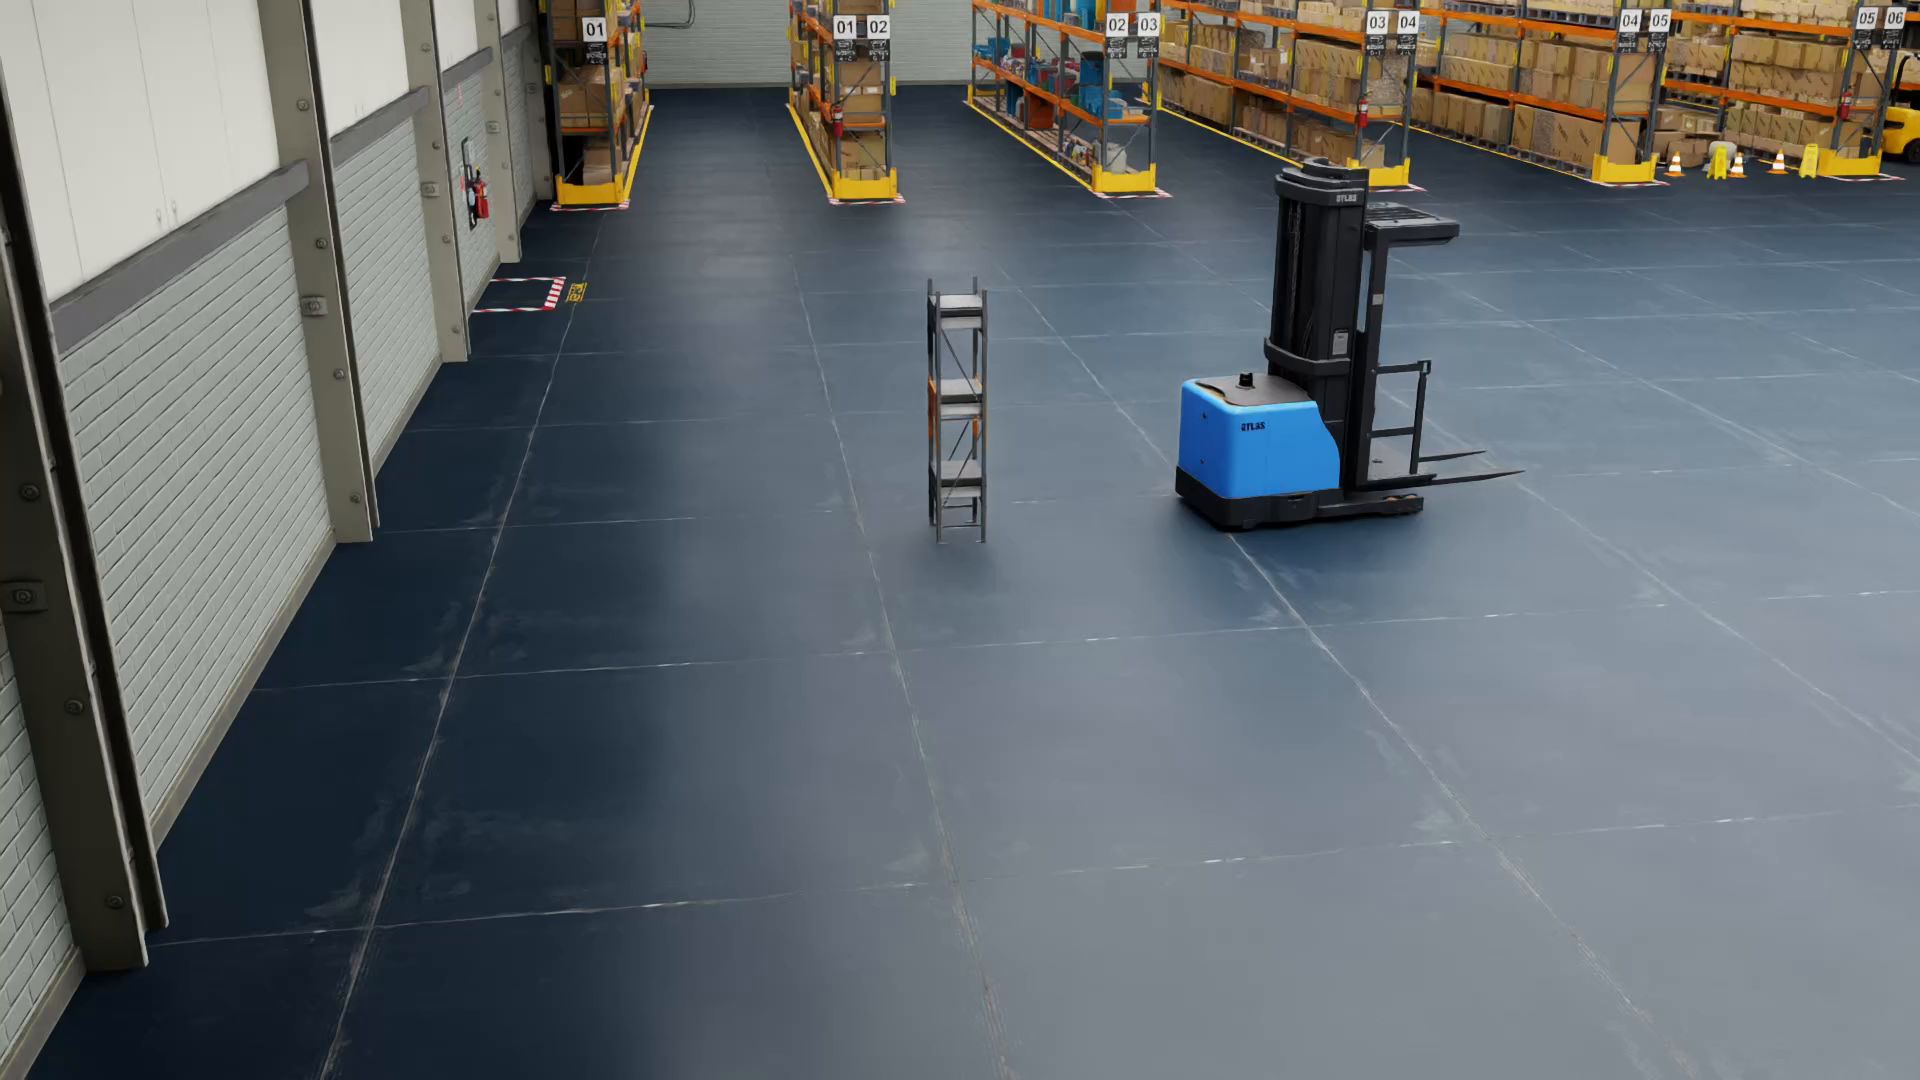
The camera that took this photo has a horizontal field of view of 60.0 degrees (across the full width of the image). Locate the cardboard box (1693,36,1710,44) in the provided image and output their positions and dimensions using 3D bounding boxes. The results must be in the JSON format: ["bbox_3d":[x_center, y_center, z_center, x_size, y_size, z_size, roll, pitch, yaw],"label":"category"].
[{"bbox_3d":[16.805,-11.290,37.562,0.380,0.149,0.250,-4,21,-10],"label":"cardboard box"}]

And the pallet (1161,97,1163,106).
[{"bbox_3d":[5.927,-12.199,46.076,1.003,0.211,1.213,-3,21,-8],"label":"pallet"}]

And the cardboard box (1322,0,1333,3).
[{"bbox_3d":[7.781,-11.306,34.130,0.500,0.500,0.500,-4,21,-9],"label":"cardboard box"}]

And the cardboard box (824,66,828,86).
[{"bbox_3d":[-2.658,-9.976,35.997,0.500,0.500,0.500,-4,21,-11],"label":"cardboard box"}]

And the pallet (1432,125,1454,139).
[{"bbox_3d":[11.849,-9.640,39.225,1.003,0.211,1.213,-3,21,-8],"label":"pallet"}]

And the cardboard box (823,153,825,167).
[{"bbox_3d":[-2.439,-7.511,32.868,0.500,0.250,0.500,-3,21,-8],"label":"cardboard box"}]

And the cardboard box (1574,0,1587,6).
[{"bbox_3d":[12.473,-10.674,32.766,0.500,0.250,0.500,-3,21,-8],"label":"cardboard box"}]

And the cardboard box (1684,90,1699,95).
[{"bbox_3d":[20.680,-12.681,46.354,0.700,0.500,0.500,-4,21,-10],"label":"cardboard box"}]

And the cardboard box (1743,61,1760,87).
[{"bbox_3d":[17.153,-9.970,35.555,0.500,0.500,0.500,-3,21,-8],"label":"cardboard box"}]

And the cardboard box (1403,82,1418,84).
[{"bbox_3d":[11.227,-11.355,41.732,0.500,0.250,0.500,-2,21,-6],"label":"cardboard box"}]

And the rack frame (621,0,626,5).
[{"bbox_3d":[-7.818,-13.069,35.846,1.000,3.000,0.127,-3,21,-8],"label":"rack frame"}]

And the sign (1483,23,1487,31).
[{"bbox_3d":[14.990,-14.694,47.422,0.100,0.325,0.005,-3,21,-8],"label":"sign"}]

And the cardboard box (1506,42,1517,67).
[{"bbox_3d":[12.309,-10.525,36.037,0.700,0.500,0.500,-3,21,-9],"label":"cardboard box"}]

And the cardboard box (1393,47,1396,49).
[{"bbox_3d":[11.029,-12.213,41.462,0.380,0.149,0.250,-3,21,-9],"label":"cardboard box"}]

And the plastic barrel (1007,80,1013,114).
[{"bbox_3d":[1.471,-11.168,41.729,0.600,0.901,0.708,-3,21,-8],"label":"plastic barrel"}]

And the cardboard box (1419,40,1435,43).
[{"bbox_3d":[11.671,-12.385,41.499,0.380,0.149,0.250,-4,21,-10],"label":"cardboard box"}]

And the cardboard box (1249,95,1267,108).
[{"bbox_3d":[7.013,-10.164,38.514,0.500,0.250,0.500,-2,21,-6],"label":"cardboard box"}]

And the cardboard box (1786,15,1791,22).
[{"bbox_3d":[17.294,-10.755,34.298,0.380,0.149,0.250,-3,21,-7],"label":"cardboard box"}]

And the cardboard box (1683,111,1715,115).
[{"bbox_3d":[16.983,-9.760,38.715,0.950,0.372,0.625,-2,21,-6],"label":"cardboard box"}]

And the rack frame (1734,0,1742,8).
[{"bbox_3d":[17.270,-12.933,35.483,1.000,3.000,0.127,-3,21,-8],"label":"rack frame"}]

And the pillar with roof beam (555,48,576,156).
[{"bbox_3d":[-4.226,-12.792,35.105,9.100,9.000,0.400,-3,21,-8],"label":"pillar with roof beam"}]

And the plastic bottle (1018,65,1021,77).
[{"bbox_3d":[1.417,-11.072,39.258,0.097,0.271,0.097,0,20,0],"label":"plastic bottle"}]

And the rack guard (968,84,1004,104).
[{"bbox_3d":[0.816,-12.365,46.107,1.175,0.500,0.348,-3,21,-8],"label":"rack guard"}]

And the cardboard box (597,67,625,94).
[{"bbox_3d":[-6.867,-9.016,32.683,0.500,0.500,0.500,-3,21,-8],"label":"cardboard box"}]

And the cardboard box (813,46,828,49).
[{"bbox_3d":[-3.062,-11.292,38.919,0.700,0.500,0.500,1,20,2],"label":"cardboard box"}]

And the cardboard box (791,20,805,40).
[{"bbox_3d":[-4.184,-13.447,43.861,0.500,0.500,0.500,-3,21,-7],"label":"cardboard box"}]

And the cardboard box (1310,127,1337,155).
[{"bbox_3d":[7.572,-8.310,34.652,0.500,0.500,0.500,4,21,9],"label":"cardboard box"}]

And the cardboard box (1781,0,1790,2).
[{"bbox_3d":[17.235,-11.210,34.376,0.380,0.149,0.250,-3,21,-9],"label":"cardboard box"}]

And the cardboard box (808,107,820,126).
[{"bbox_3d":[-3.283,-9.857,38.764,0.500,0.500,0.500,-2,21,-6],"label":"cardboard box"}]

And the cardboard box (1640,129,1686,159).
[{"bbox_3d":[14.945,-8.436,35.390,0.797,0.637,0.503,-3,21,-8],"label":"cardboard box"}]

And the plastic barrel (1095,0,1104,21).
[{"bbox_3d":[2.849,-10.067,31.226,0.600,0.588,0.600,0,20,0],"label":"plastic barrel"}]

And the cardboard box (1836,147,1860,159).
[{"bbox_3d":[18.004,-7.940,34.017,0.500,0.250,0.500,-3,21,-8],"label":"cardboard box"}]

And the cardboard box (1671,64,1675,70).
[{"bbox_3d":[16.768,-10.997,38.631,0.380,0.149,0.250,-2,21,-6],"label":"cardboard box"}]

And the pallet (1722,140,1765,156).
[{"bbox_3d":[17.402,-8.586,36.403,1.003,0.211,1.213,-3,21,-8],"label":"pallet"}]

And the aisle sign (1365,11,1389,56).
[{"bbox_3d":[7.752,-9.419,30.933,0.394,0.787,0.004,-3,21,-8],"label":"aisle sign"}]

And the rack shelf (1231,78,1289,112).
[{"bbox_3d":[7.175,-9.979,37.174,1.077,0.370,4.000,-3,21,-8],"label":"rack shelf"}]

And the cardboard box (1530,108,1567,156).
[{"bbox_3d":[12.542,-8.507,34.641,0.875,0.875,0.875,-3,21,-7],"label":"cardboard box"}]

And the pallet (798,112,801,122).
[{"bbox_3d":[-3.591,-10.826,42.401,1.003,0.211,1.213,-3,21,-8],"label":"pallet"}]

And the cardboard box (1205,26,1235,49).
[{"bbox_3d":[6.498,-12.451,41.189,0.797,0.503,0.637,-3,21,-7],"label":"cardboard box"}]

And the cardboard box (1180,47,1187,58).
[{"bbox_3d":[5.987,-12.602,42.958,0.500,0.250,0.500,-3,21,-9],"label":"cardboard box"}]

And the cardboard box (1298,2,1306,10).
[{"bbox_3d":[7.206,-11.017,34.283,0.380,0.149,0.250,-4,21,-9],"label":"cardboard box"}]

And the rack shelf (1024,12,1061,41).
[{"bbox_3d":[2.274,-11.134,35.981,1.077,0.370,4.000,-3,21,-8],"label":"rack shelf"}]

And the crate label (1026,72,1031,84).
[{"bbox_3d":[1.676,-10.515,37.822,0.303,0.233,0.416,-3,21,-8],"label":"crate label"}]

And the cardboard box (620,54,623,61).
[{"bbox_3d":[-7.740,-10.349,36.367,0.700,0.500,0.500,-5,21,-14],"label":"cardboard box"}]

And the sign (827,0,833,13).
[{"bbox_3d":[-2.302,-9.500,29.426,0.100,0.325,0.005,-3,21,-8],"label":"sign"}]

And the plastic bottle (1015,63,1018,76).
[{"bbox_3d":[1.341,-11.218,39.631,0.061,0.283,0.133,-3,21,-8],"label":"plastic bottle"}]

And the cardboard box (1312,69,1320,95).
[{"bbox_3d":[7.676,-9.308,33.781,0.875,0.500,0.500,-3,21,-8],"label":"cardboard box"}]

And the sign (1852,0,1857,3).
[{"bbox_3d":[17.295,-10.537,32.088,0.100,0.325,0.005,-3,21,-8],"label":"sign"}]

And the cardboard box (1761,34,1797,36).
[{"bbox_3d":[21.064,-12.758,42.845,0.700,0.500,0.500,-3,21,-8],"label":"cardboard box"}]

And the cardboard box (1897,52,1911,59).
[{"bbox_3d":[21.705,-11.093,38.059,0.380,0.149,0.250,-4,21,-9],"label":"cardboard box"}]

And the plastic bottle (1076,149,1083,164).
[{"bbox_3d":[2.411,-7.669,33.226,0.152,0.276,0.135,-3,21,-9],"label":"plastic bottle"}]

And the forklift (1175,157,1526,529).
[{"bbox_3d":[3.475,-1.741,14.189,3.031,2.935,1.130,-6,21,-16],"label":"forklift"}]

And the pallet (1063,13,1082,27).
[{"bbox_3d":[2.763,-10.445,33.378,1.213,0.211,1.003,-3,21,-8],"label":"pallet"}]

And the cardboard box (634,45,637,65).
[{"bbox_3d":[-8.078,-11.692,40.137,0.500,0.500,0.500,-3,21,-9],"label":"cardboard box"}]

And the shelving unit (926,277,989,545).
[{"bbox_3d":[-0.024,-1.041,13.502,0.431,2.100,0.503,-3,21,-8],"label":"shelving unit"}]

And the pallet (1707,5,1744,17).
[{"bbox_3d":[17.287,-11.659,36.627,1.213,0.211,1.003,-3,21,-8],"label":"pallet"}]
